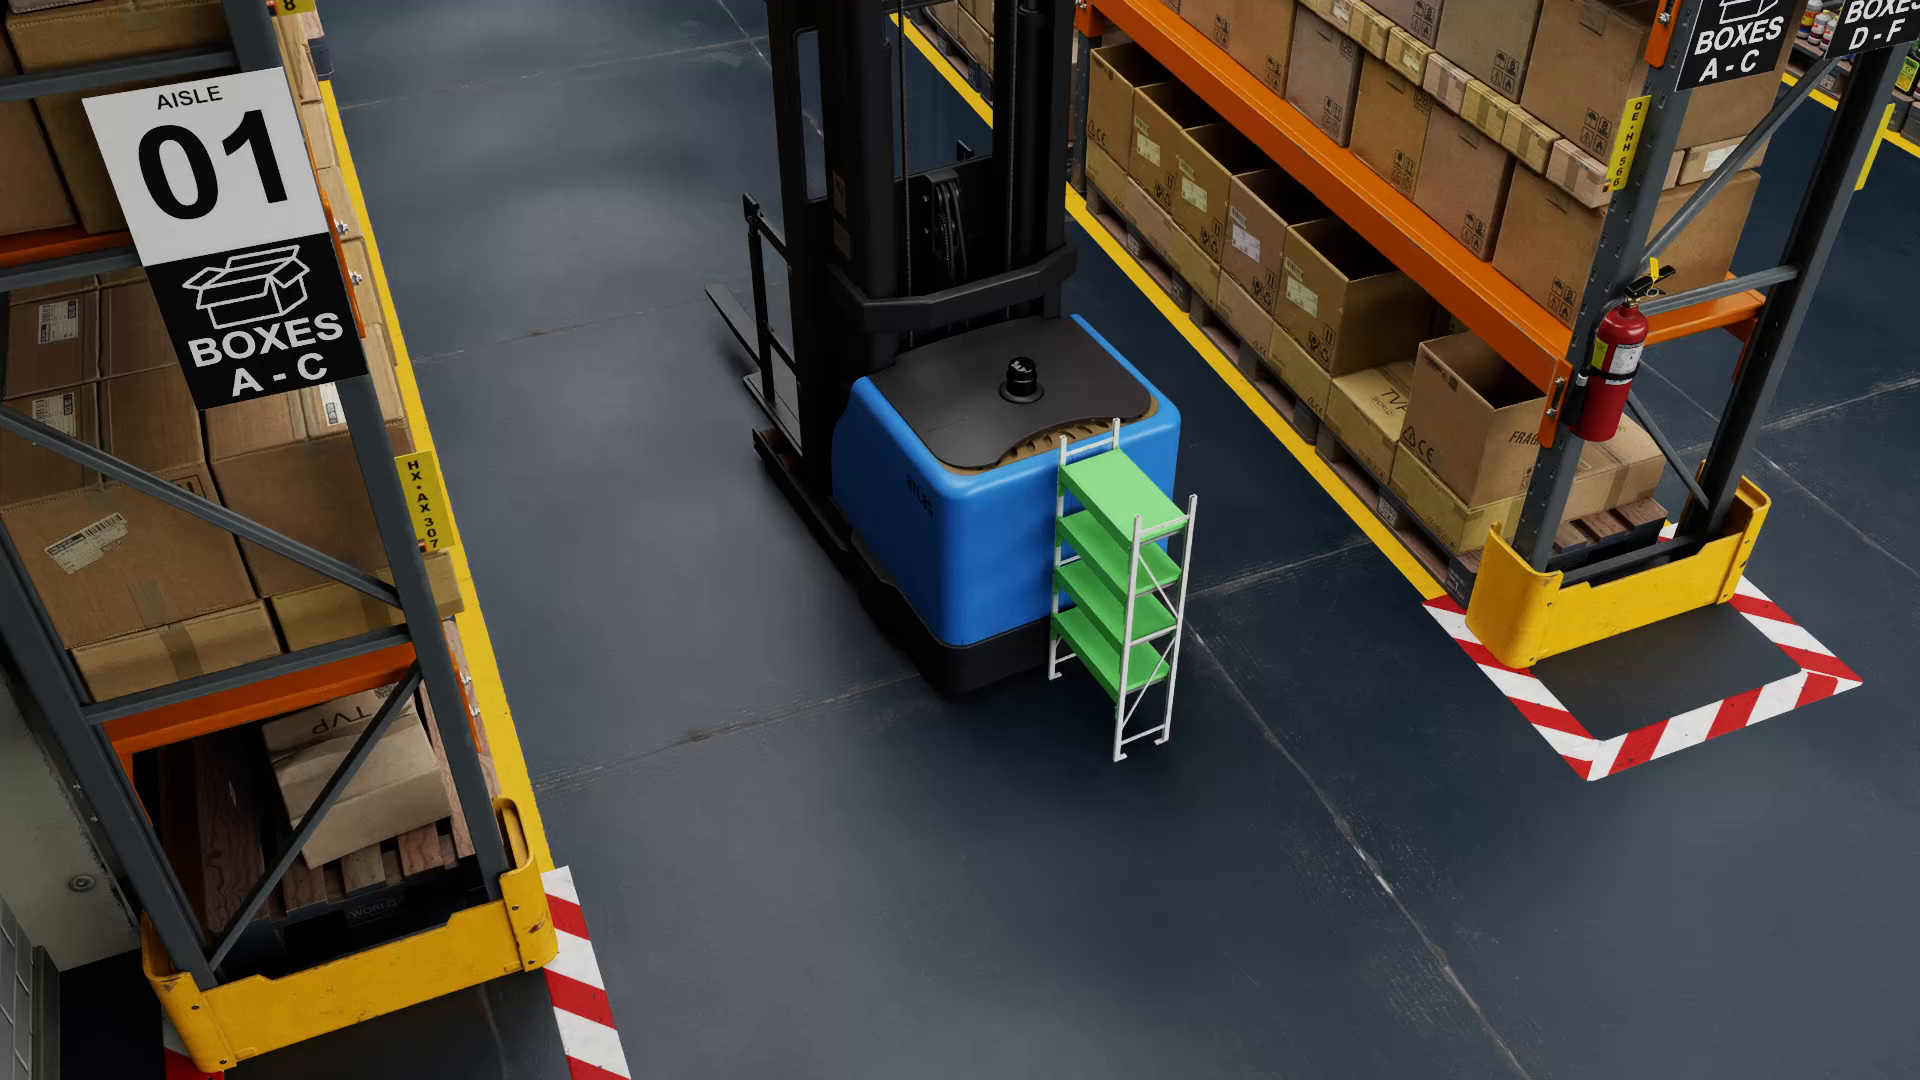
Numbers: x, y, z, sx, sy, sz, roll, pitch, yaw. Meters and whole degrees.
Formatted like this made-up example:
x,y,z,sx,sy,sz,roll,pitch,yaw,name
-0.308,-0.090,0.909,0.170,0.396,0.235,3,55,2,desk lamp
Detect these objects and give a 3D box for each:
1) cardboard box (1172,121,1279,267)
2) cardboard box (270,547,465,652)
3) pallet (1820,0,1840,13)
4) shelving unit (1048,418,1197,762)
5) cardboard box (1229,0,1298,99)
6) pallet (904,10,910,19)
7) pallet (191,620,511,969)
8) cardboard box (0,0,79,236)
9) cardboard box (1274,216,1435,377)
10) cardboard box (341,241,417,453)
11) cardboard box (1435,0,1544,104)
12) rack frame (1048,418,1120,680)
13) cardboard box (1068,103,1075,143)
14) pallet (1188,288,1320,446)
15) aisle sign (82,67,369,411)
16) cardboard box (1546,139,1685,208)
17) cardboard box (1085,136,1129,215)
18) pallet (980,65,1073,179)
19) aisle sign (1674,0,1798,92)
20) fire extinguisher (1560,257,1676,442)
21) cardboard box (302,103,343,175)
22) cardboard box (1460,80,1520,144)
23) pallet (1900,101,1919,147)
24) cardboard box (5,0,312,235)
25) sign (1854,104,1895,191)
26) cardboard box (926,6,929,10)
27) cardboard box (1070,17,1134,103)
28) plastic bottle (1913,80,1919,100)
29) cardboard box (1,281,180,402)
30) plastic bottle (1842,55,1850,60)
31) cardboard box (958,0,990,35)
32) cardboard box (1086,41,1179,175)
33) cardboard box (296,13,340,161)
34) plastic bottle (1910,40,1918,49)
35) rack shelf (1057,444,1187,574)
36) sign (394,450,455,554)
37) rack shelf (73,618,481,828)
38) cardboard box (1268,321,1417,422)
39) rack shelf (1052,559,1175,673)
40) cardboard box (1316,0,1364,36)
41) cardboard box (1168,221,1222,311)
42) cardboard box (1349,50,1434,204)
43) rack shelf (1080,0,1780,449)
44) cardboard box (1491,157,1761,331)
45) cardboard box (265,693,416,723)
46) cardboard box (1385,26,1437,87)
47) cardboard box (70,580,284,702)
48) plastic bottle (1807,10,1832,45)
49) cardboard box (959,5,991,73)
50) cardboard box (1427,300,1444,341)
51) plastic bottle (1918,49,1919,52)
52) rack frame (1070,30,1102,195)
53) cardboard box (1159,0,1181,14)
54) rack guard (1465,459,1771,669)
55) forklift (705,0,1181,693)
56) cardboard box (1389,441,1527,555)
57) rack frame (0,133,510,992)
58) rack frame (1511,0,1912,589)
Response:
x,y,z,sx,sy,sz,roll,pitch,yaw,name
1.397,-1.723,8.165,0.500,0.500,0.500,-15,43,-17,cardboard box
-1.812,0.042,5.001,0.500,0.250,0.500,-16,43,-18,cardboard box
5.368,-3.922,11.649,1.003,0.211,1.213,-15,43,-17,pallet
0.573,0.201,6.096,0.258,1.200,0.503,-19,44,-21,shelving unit
1.698,-2.435,7.704,0.700,0.500,0.500,-14,43,-16,cardboard box
-0.125,-4.129,11.889,1.003,0.211,1.213,-15,43,-17,pallet
-2.226,0.879,6.066,1.003,0.211,1.213,-15,43,-17,pallet
-2.312,-1.006,3.726,0.500,0.500,0.500,-12,42,-14,cardboard box
1.781,-1.121,7.465,0.500,0.500,0.500,-15,43,-17,cardboard box
-2.003,-0.532,5.093,0.500,0.500,0.500,-15,43,-17,cardboard box
2.264,-2.034,6.243,0.700,0.500,0.500,-16,43,-18,cardboard box
0.459,0.060,6.260,0.240,1.200,0.015,-19,44,-21,rack frame
0.700,-2.576,9.732,0.500,0.250,0.500,-16,43,-17,cardboard box
1.863,-0.999,8.250,1.003,0.211,1.213,-15,43,-17,pallet
-1.614,-0.652,3.713,0.394,0.787,0.004,-15,43,-17,aisle sign
2.335,-1.339,5.932,0.380,0.149,0.250,-16,43,-18,cardboard box
1.024,-2.044,9.113,0.500,0.250,0.500,-15,43,-17,cardboard box
0.808,-2.659,10.180,1.003,0.211,1.213,-15,43,-17,pallet
2.411,-1.745,4.985,0.394,0.787,0.004,-15,43,-17,aisle sign
2.273,-0.656,5.772,0.296,0.674,0.183,-15,43,-17,fire extinguisher
-2.404,-1.153,5.815,0.500,0.500,0.500,-14,43,-16,cardboard box
2.135,-1.650,6.294,0.380,0.149,0.250,-16,43,-17,cardboard box
6.393,-2.307,9.771,1.003,0.211,1.213,-15,43,-17,pallet
-1.815,-1.081,3.814,0.500,0.500,0.500,-14,43,-16,cardboard box
3.172,-1.366,5.813,0.100,0.325,0.005,-15,43,-17,sign
-0.077,-3.805,11.161,0.500,0.250,0.500,-16,43,-18,cardboard box
0.707,-2.784,9.543,0.500,0.311,0.500,-15,43,-17,cardboard box
5.789,-2.742,9.946,0.097,0.201,0.097,0,41,0,plastic bottle
-2.479,-0.406,4.946,0.500,0.500,0.500,-15,43,-16,cardboard box
5.570,-3.160,10.376,0.152,0.276,0.135,-14,43,-15,plastic bottle
0.313,-3.397,10.256,0.500,0.311,0.500,-15,43,-17,cardboard box
1.015,-2.326,8.866,0.500,0.500,0.500,-15,43,-17,cardboard box
-2.786,-1.772,6.535,0.500,0.500,0.500,-15,43,-17,cardboard box
5.702,-2.975,10.103,0.144,0.351,0.185,-17,43,-19,plastic bottle
0.573,-0.114,5.825,0.258,0.148,0.480,-19,44,-21,rack shelf
-1.417,-0.098,4.400,0.100,0.325,0.005,-15,43,-17,sign
-2.684,-0.567,6.160,1.077,0.370,4.000,-15,43,-17,rack shelf
1.783,-0.838,7.710,0.500,0.250,0.500,-15,43,-17,cardboard box
0.573,0.250,6.138,0.258,0.148,0.480,-19,44,-21,rack shelf
1.739,-2.273,7.018,0.380,0.149,0.250,-16,43,-17,cardboard box
1.397,-1.439,8.409,0.500,0.250,0.500,-15,43,-17,cardboard box
2.100,-1.811,6.978,0.700,0.500,0.500,-15,43,-17,cardboard box
1.892,-1.805,7.600,1.077,0.370,4.000,-15,43,-17,rack shelf
2.490,-1.195,6.262,0.700,0.500,0.500,-15,43,-17,cardboard box
-2.318,0.436,6.168,0.500,0.311,0.500,-12,42,-13,cardboard box
1.940,-1.961,6.655,0.380,0.149,0.250,-14,43,-16,cardboard box
-2.276,0.182,4.838,0.500,0.250,0.500,-15,43,-16,cardboard box
5.460,-3.259,10.548,0.097,0.201,0.097,0,41,0,plastic bottle
0.312,-3.190,10.445,0.500,0.250,0.500,-14,43,-16,cardboard box
2.261,-1.251,7.616,0.500,0.500,0.500,-15,43,-17,cardboard box
5.793,-2.865,10.036,0.097,0.271,0.097,0,41,0,plastic bottle
1.126,-3.282,8.766,1.000,3.000,0.127,-15,43,-17,rack frame
1.302,-3.054,8.425,0.700,0.500,0.500,-16,43,-18,cardboard box
2.666,0.090,6.762,1.175,0.500,0.348,-15,43,-17,rack guard
-0.292,-1.473,6.714,1.130,2.935,3.031,-19,44,-21,forklift
2.179,-0.239,7.014,0.500,0.250,0.500,-15,43,-17,cardboard box
-1.918,0.366,4.524,1.000,3.000,0.127,-15,43,-17,rack frame
2.657,-0.873,5.964,1.000,3.000,0.127,-15,43,-17,rack frame
